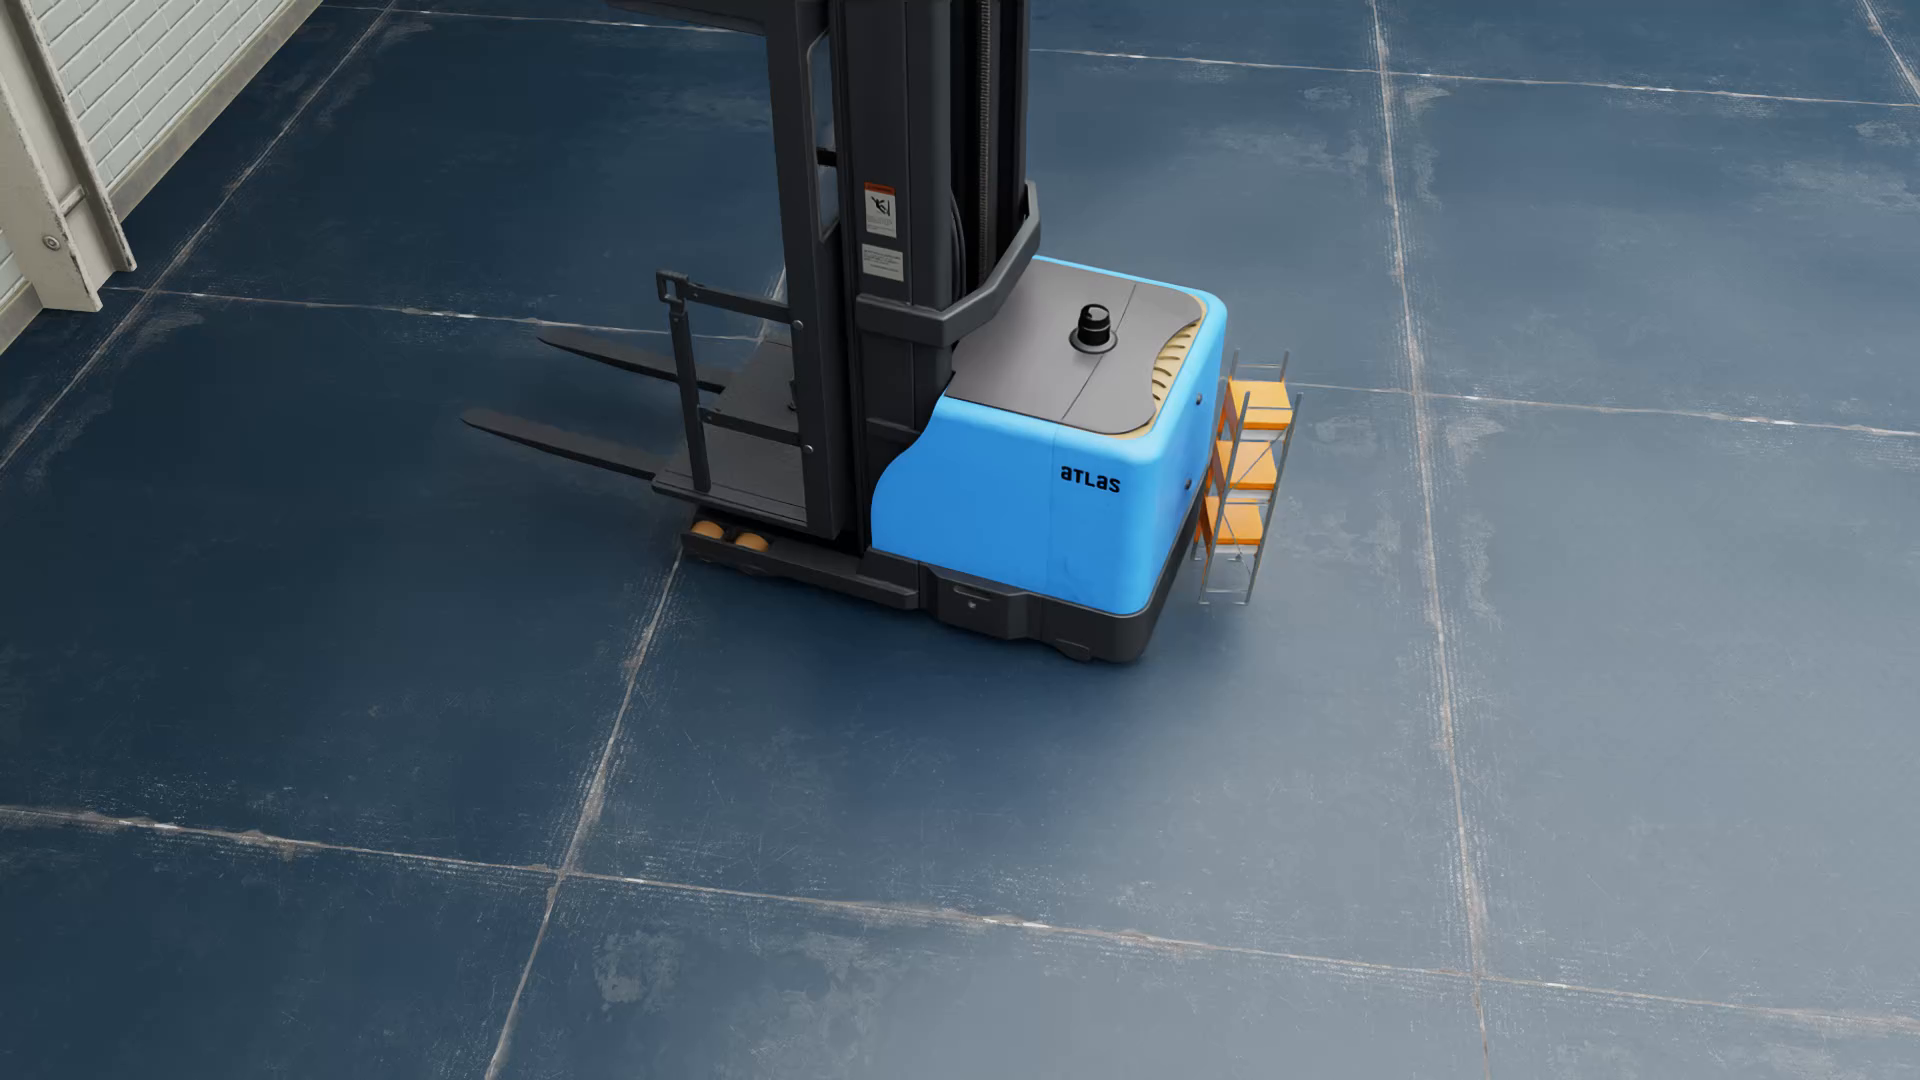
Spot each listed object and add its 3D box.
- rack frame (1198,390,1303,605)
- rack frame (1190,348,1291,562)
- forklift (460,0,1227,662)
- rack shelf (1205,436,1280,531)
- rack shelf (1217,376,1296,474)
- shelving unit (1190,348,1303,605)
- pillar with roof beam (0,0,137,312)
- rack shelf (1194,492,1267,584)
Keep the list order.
[{"bbox_3d":[1.057,-0.132,6.117,0.200,1.050,0.008,1,43,-3],"label":"rack frame"},{"bbox_3d":[1.051,-0.299,6.293,0.200,1.050,0.008,1,43,-3],"label":"rack frame"},{"bbox_3d":[-0.568,-1.250,5.939,3.031,2.935,1.130,15,45,15],"label":"forklift"},{"bbox_3d":[1.053,-0.208,6.212,0.215,0.259,0.240,1,43,-3],"label":"rack shelf"},{"bbox_3d":[1.070,-0.414,6.018,0.215,0.259,0.240,1,43,-3],"label":"rack shelf"},{"bbox_3d":[1.054,-0.215,6.205,0.215,1.050,0.252,1,43,-3],"label":"shelving unit"},{"bbox_3d":[0.046,-4.107,4.543,9.100,9.000,0.400,5,44,6],"label":"pillar with roof beam"},{"bbox_3d":[1.037,-0.006,6.403,0.215,0.259,0.240,1,43,-3],"label":"rack shelf"}]
